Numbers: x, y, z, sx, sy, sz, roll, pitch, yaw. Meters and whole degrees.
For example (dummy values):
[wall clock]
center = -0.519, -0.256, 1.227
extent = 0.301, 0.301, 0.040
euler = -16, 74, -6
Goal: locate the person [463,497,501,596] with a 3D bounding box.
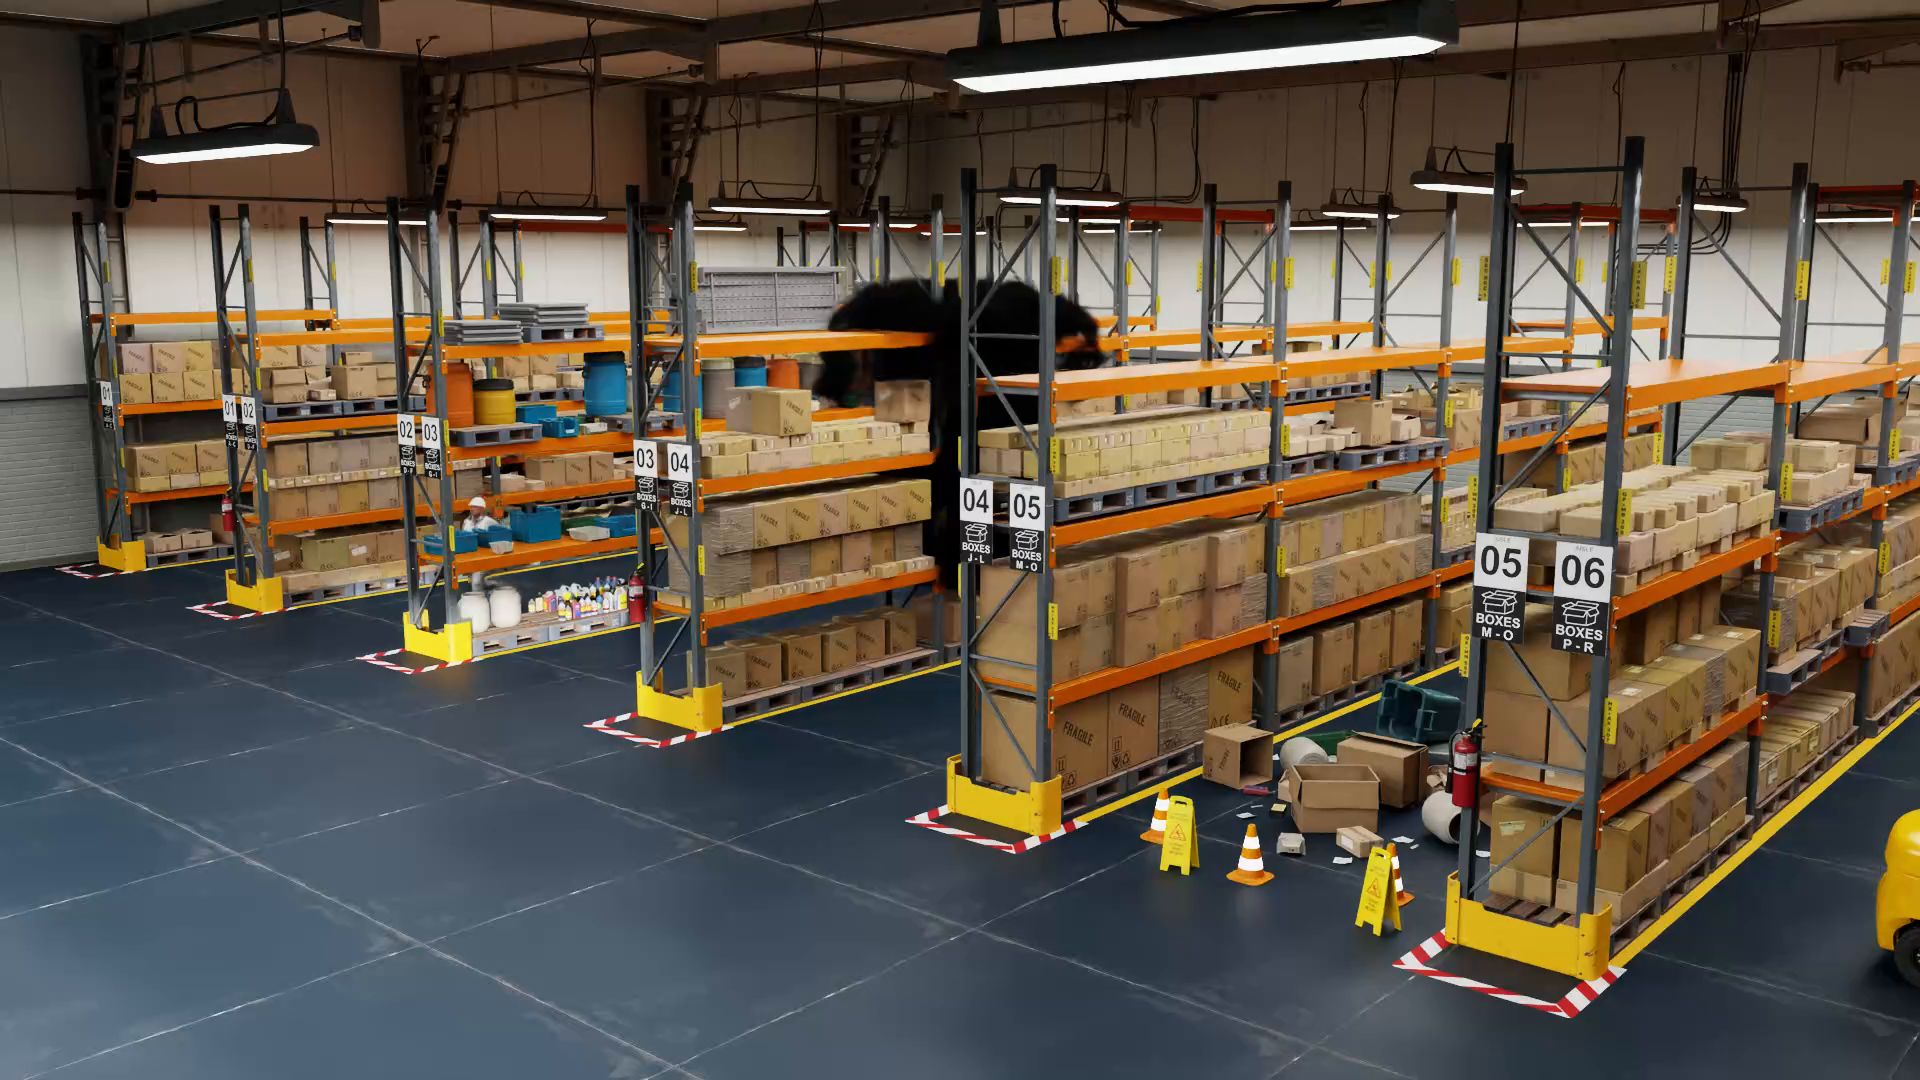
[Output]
[person]
center = -7.066, 0.247, 24.619
extent = 0.668, 1.787, 0.853
euler = 4, 10, 22
